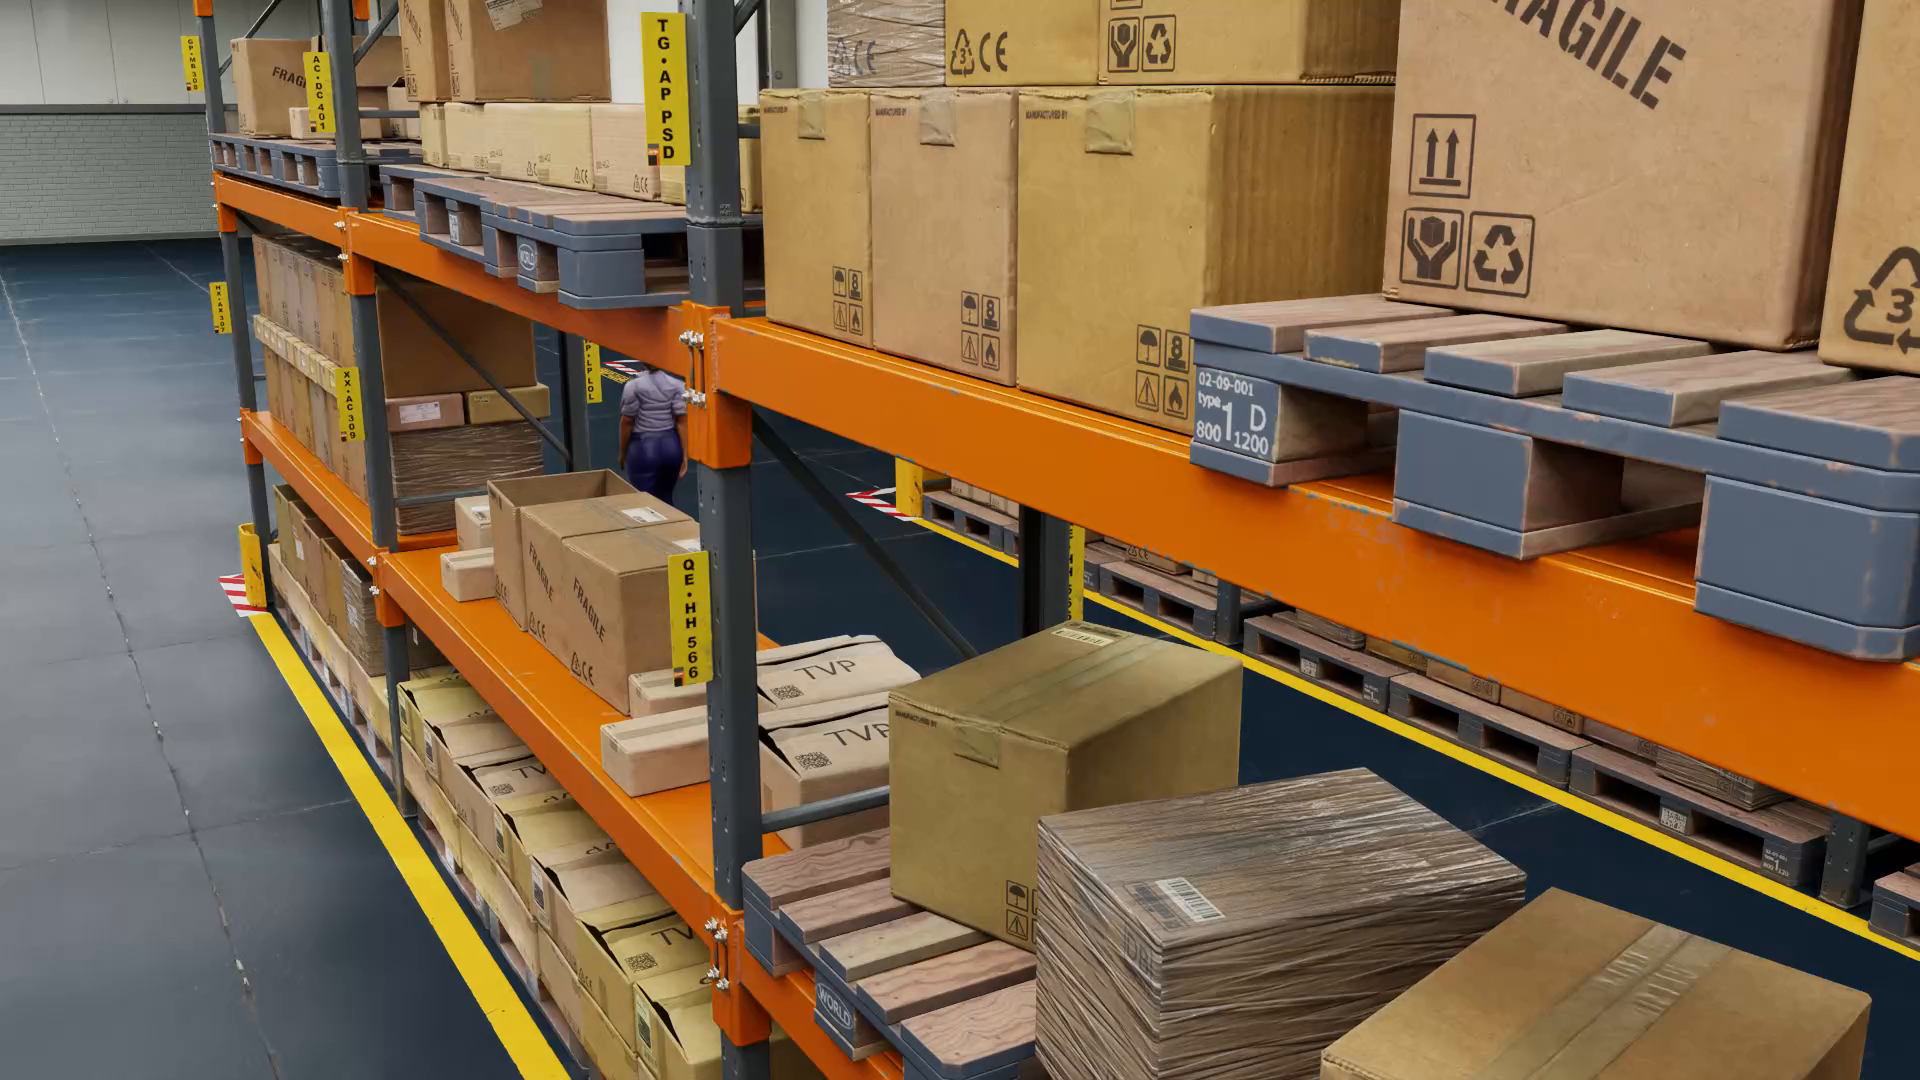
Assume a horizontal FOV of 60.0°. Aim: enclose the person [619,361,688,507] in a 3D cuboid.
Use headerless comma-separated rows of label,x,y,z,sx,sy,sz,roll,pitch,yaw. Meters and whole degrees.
person,-2.164,-0.613,11.802,0.470,1.603,0.885,-9,17,-29
